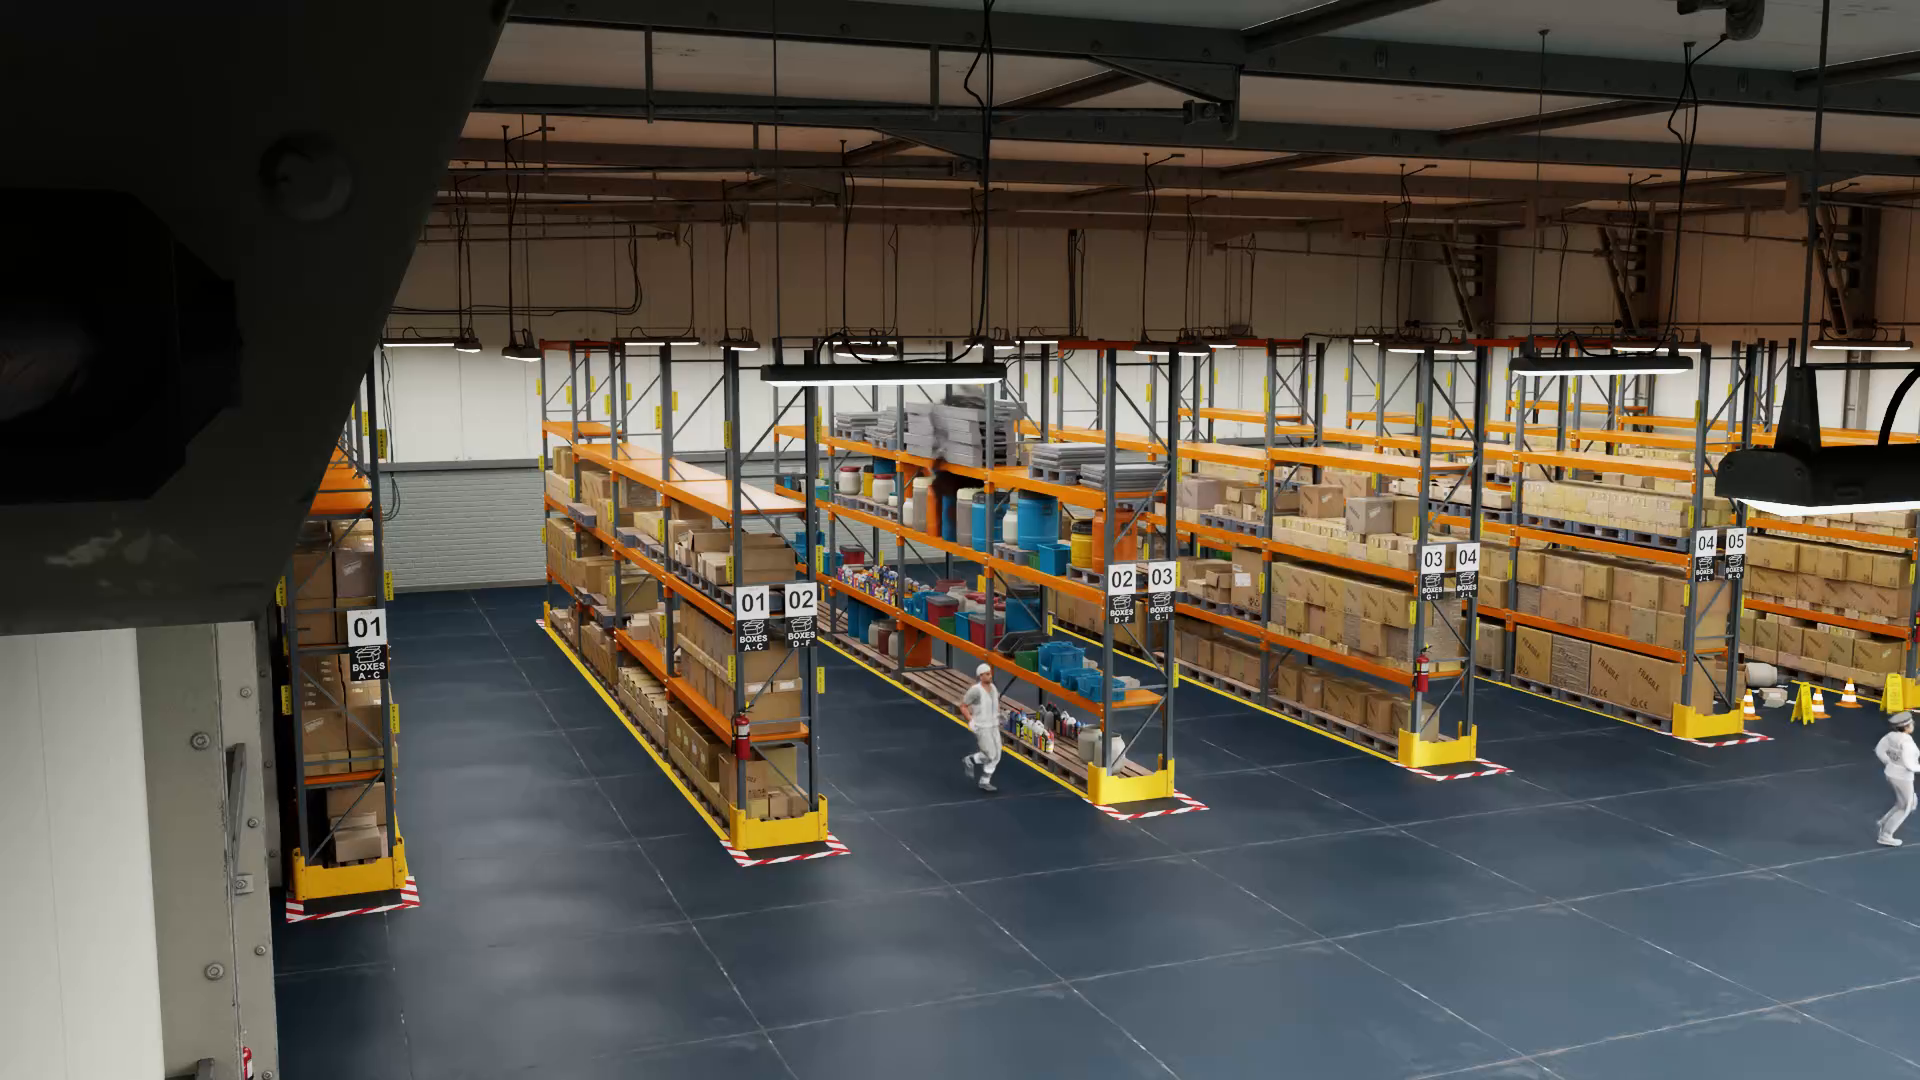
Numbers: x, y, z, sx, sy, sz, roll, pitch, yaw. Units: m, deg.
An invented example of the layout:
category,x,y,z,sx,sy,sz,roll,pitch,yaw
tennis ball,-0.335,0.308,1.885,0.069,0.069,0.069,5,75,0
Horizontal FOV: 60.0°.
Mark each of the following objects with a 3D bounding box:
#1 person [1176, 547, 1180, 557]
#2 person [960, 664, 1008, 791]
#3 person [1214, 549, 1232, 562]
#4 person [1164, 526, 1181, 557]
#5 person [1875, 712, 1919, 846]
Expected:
category,x,y,z,sx,sy,sz,roll,pitch,yaw
person,4.520,0.945,35.067,0.662,1.686,0.698,-4,9,-31
person,0.334,2.540,22.619,0.598,1.739,0.662,7,10,43
person,6.714,0.014,41.938,0.780,1.748,0.663,-3,8,-25
person,5.455,-0.067,42.351,0.656,1.714,0.939,7,10,42
person,11.471,2.892,20.171,0.565,1.649,0.585,1,7,7
